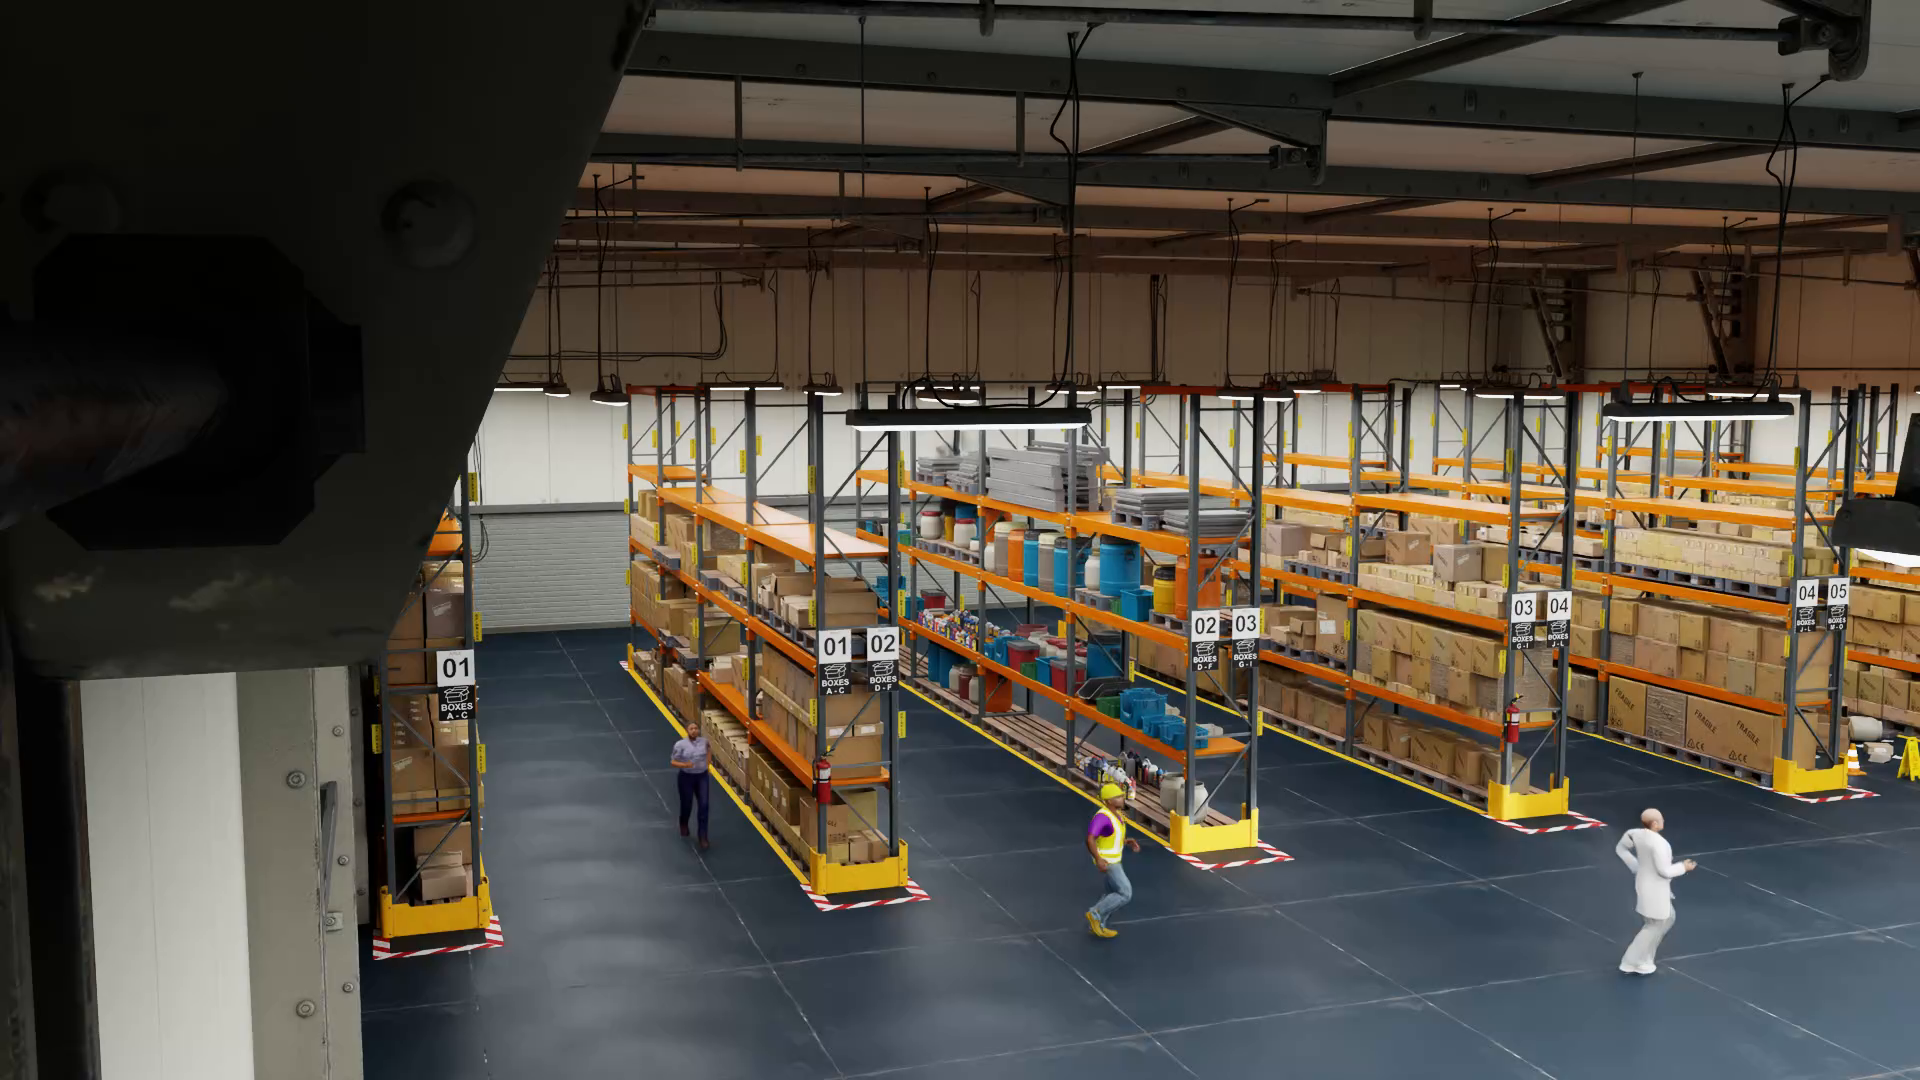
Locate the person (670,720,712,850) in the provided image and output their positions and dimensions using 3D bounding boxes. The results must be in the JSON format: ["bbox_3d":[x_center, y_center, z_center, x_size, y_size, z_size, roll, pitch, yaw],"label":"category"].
[{"bbox_3d":[-3.543,3.209,22.097,0.608,1.647,0.880,-2,6,-22],"label":"person"}]

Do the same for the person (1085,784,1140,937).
[{"bbox_3d":[1.702,3.562,18.493,0.570,1.730,0.707,1,6,12],"label":"person"}]

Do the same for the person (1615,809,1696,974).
[{"bbox_3d":[7.252,3.674,17.325,0.724,1.797,0.688,0,6,0],"label":"person"}]

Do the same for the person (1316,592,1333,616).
[{"bbox_3d":[7.702,1.928,34.657,0.645,1.700,0.672,-1,6,-13],"label":"person"}]
